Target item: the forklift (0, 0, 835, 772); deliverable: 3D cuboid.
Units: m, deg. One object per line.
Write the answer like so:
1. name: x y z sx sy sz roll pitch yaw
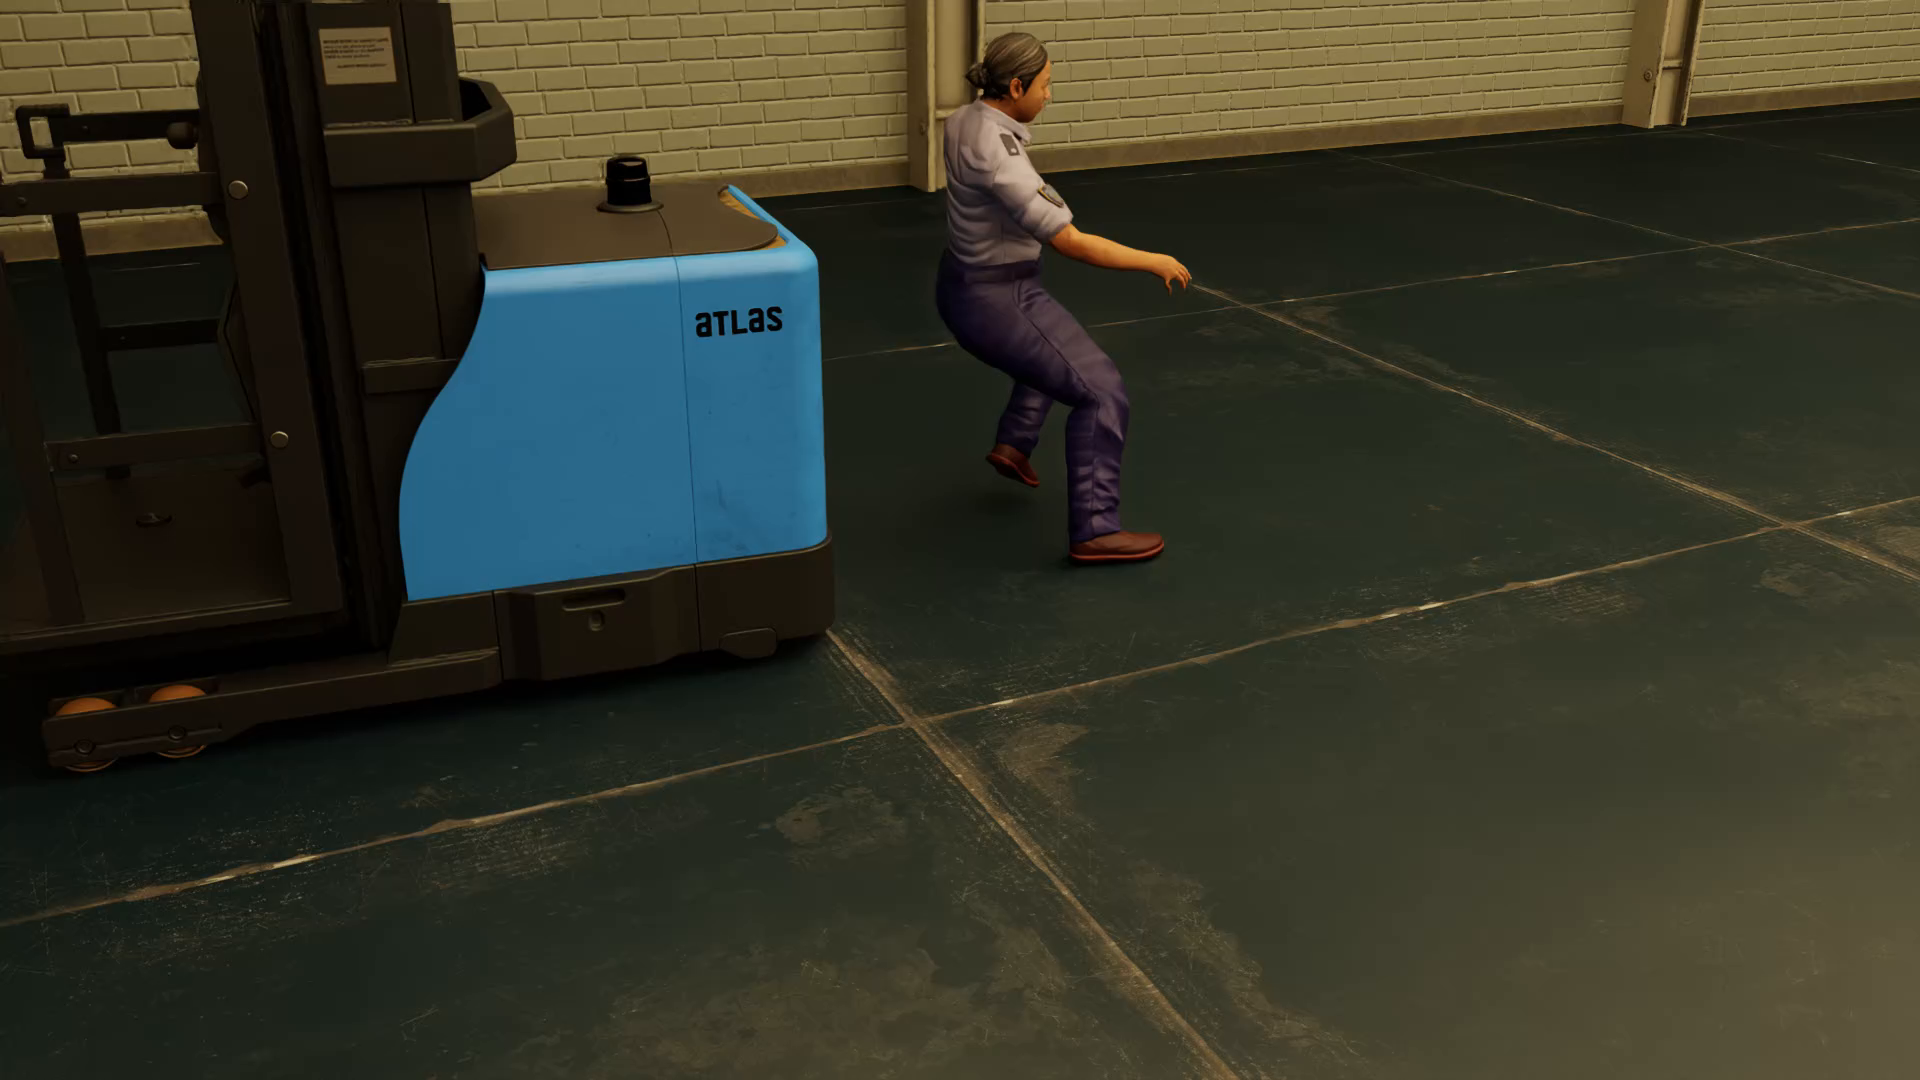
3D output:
1. forklift: -1.905 -1.048 3.809 3.031 2.935 1.130 -8 24 -18

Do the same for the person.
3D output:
1. person: 0.287 -0.758 4.986 0.671 1.488 0.826 -6 23 -14
